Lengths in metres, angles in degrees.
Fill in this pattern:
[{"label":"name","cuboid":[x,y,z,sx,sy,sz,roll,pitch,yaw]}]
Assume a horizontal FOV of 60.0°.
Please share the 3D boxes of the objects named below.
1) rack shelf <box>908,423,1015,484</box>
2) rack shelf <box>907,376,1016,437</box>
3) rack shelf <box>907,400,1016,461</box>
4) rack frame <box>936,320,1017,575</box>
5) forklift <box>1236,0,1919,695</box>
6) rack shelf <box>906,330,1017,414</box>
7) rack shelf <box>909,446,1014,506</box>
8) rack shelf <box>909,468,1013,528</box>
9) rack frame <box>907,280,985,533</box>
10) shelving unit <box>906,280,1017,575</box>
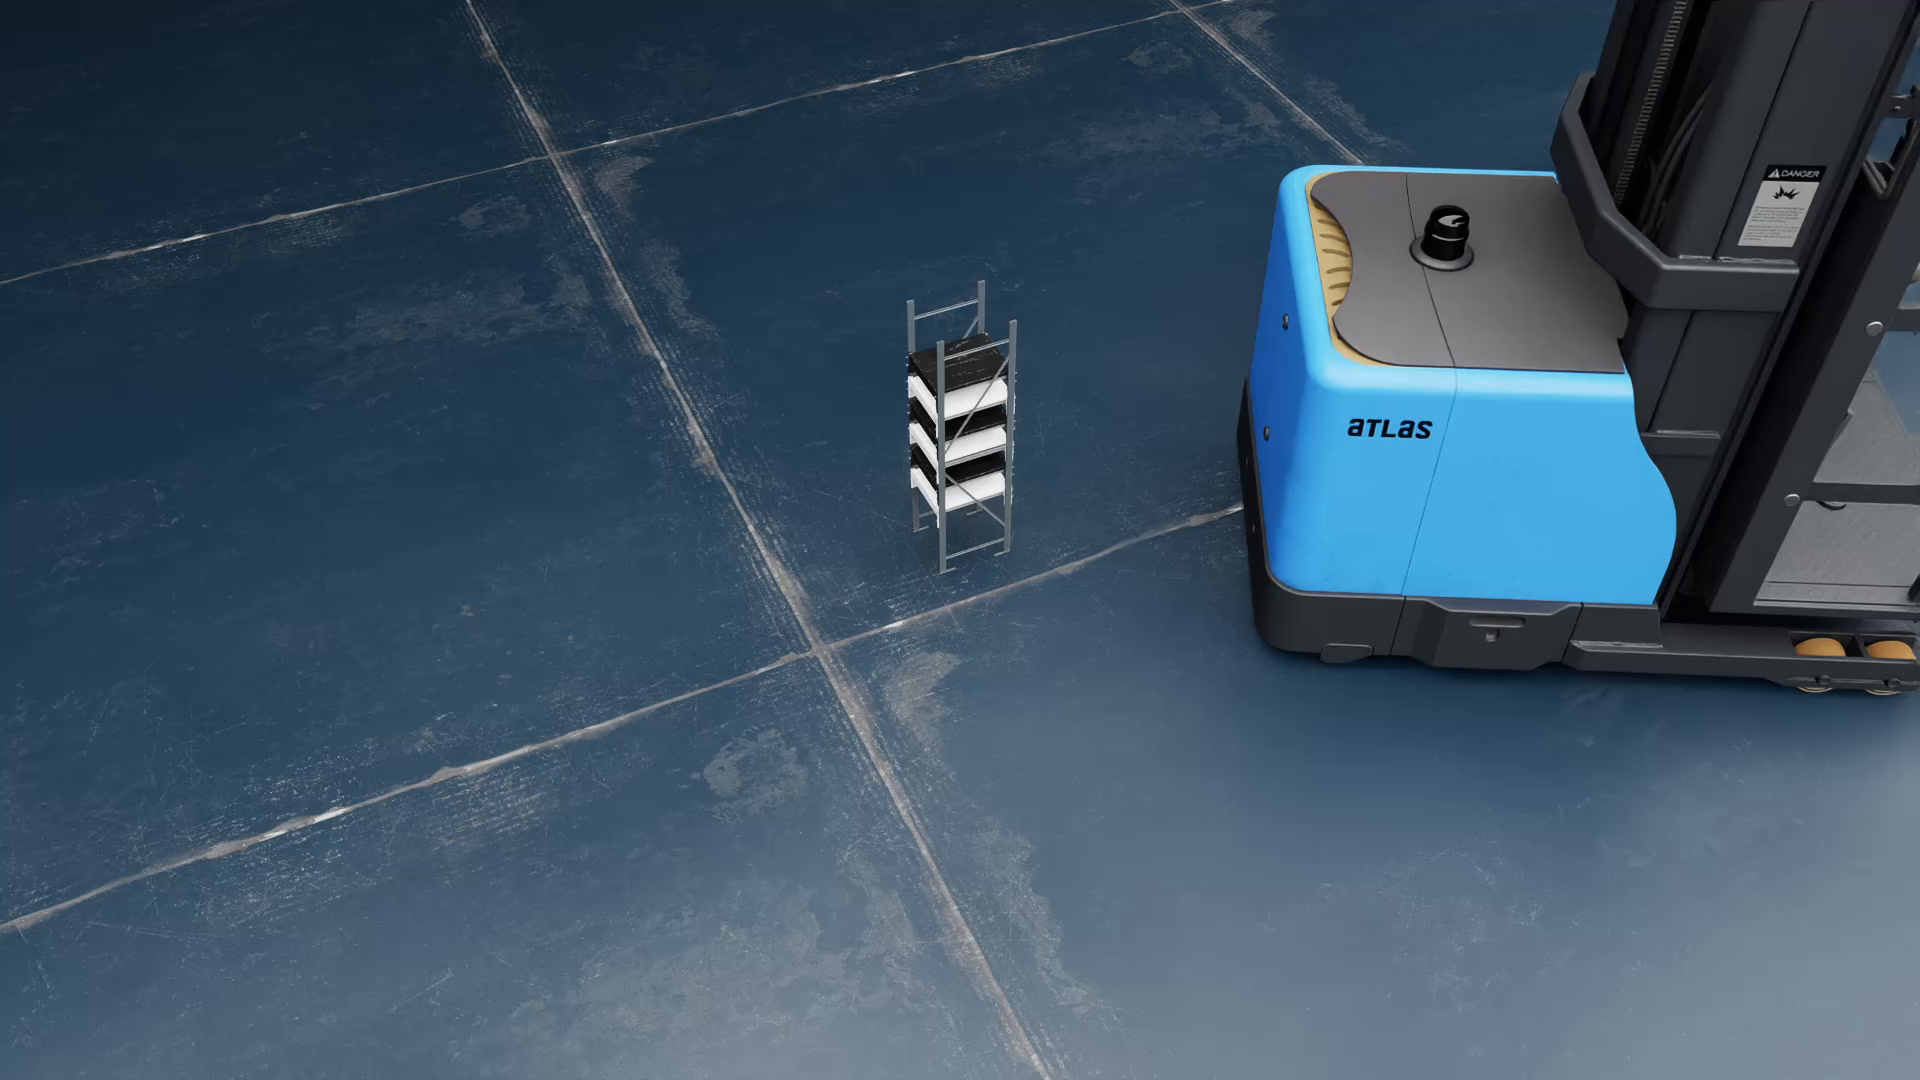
[{"label":"rack shelf","cuboid":[0.003,-0.291,4.952,0.258,0.077,0.200,-18,47,-17]},{"label":"rack shelf","cuboid":[0.003,-0.420,4.826,0.258,0.077,0.200,-18,47,-17]},{"label":"rack shelf","cuboid":[0.003,-0.355,4.889,0.258,0.077,0.200,-18,47,-17]},{"label":"rack frame","cuboid":[0.046,-0.250,4.863,0.240,0.900,0.006,-18,47,-17]},{"label":"forklift","cuboid":[2.404,-0.983,4.159,3.031,2.935,1.130,2,45,2]},{"label":"rack shelf","cuboid":[0.003,-0.484,4.762,0.258,0.077,0.200,-18,47,-17]},{"label":"rack shelf","cuboid":[0.003,-0.227,5.015,0.258,0.077,0.200,-18,47,-17]},{"label":"rack shelf","cuboid":[0.003,-0.163,5.079,0.258,0.077,0.200,-18,47,-17]},{"label":"rack frame","cuboid":[-0.039,-0.380,4.994,0.240,0.900,0.006,-18,47,-17]},{"label":"shelving unit","cuboid":[0.003,-0.315,4.929,0.258,0.900,0.210,-18,47,-17]}]
